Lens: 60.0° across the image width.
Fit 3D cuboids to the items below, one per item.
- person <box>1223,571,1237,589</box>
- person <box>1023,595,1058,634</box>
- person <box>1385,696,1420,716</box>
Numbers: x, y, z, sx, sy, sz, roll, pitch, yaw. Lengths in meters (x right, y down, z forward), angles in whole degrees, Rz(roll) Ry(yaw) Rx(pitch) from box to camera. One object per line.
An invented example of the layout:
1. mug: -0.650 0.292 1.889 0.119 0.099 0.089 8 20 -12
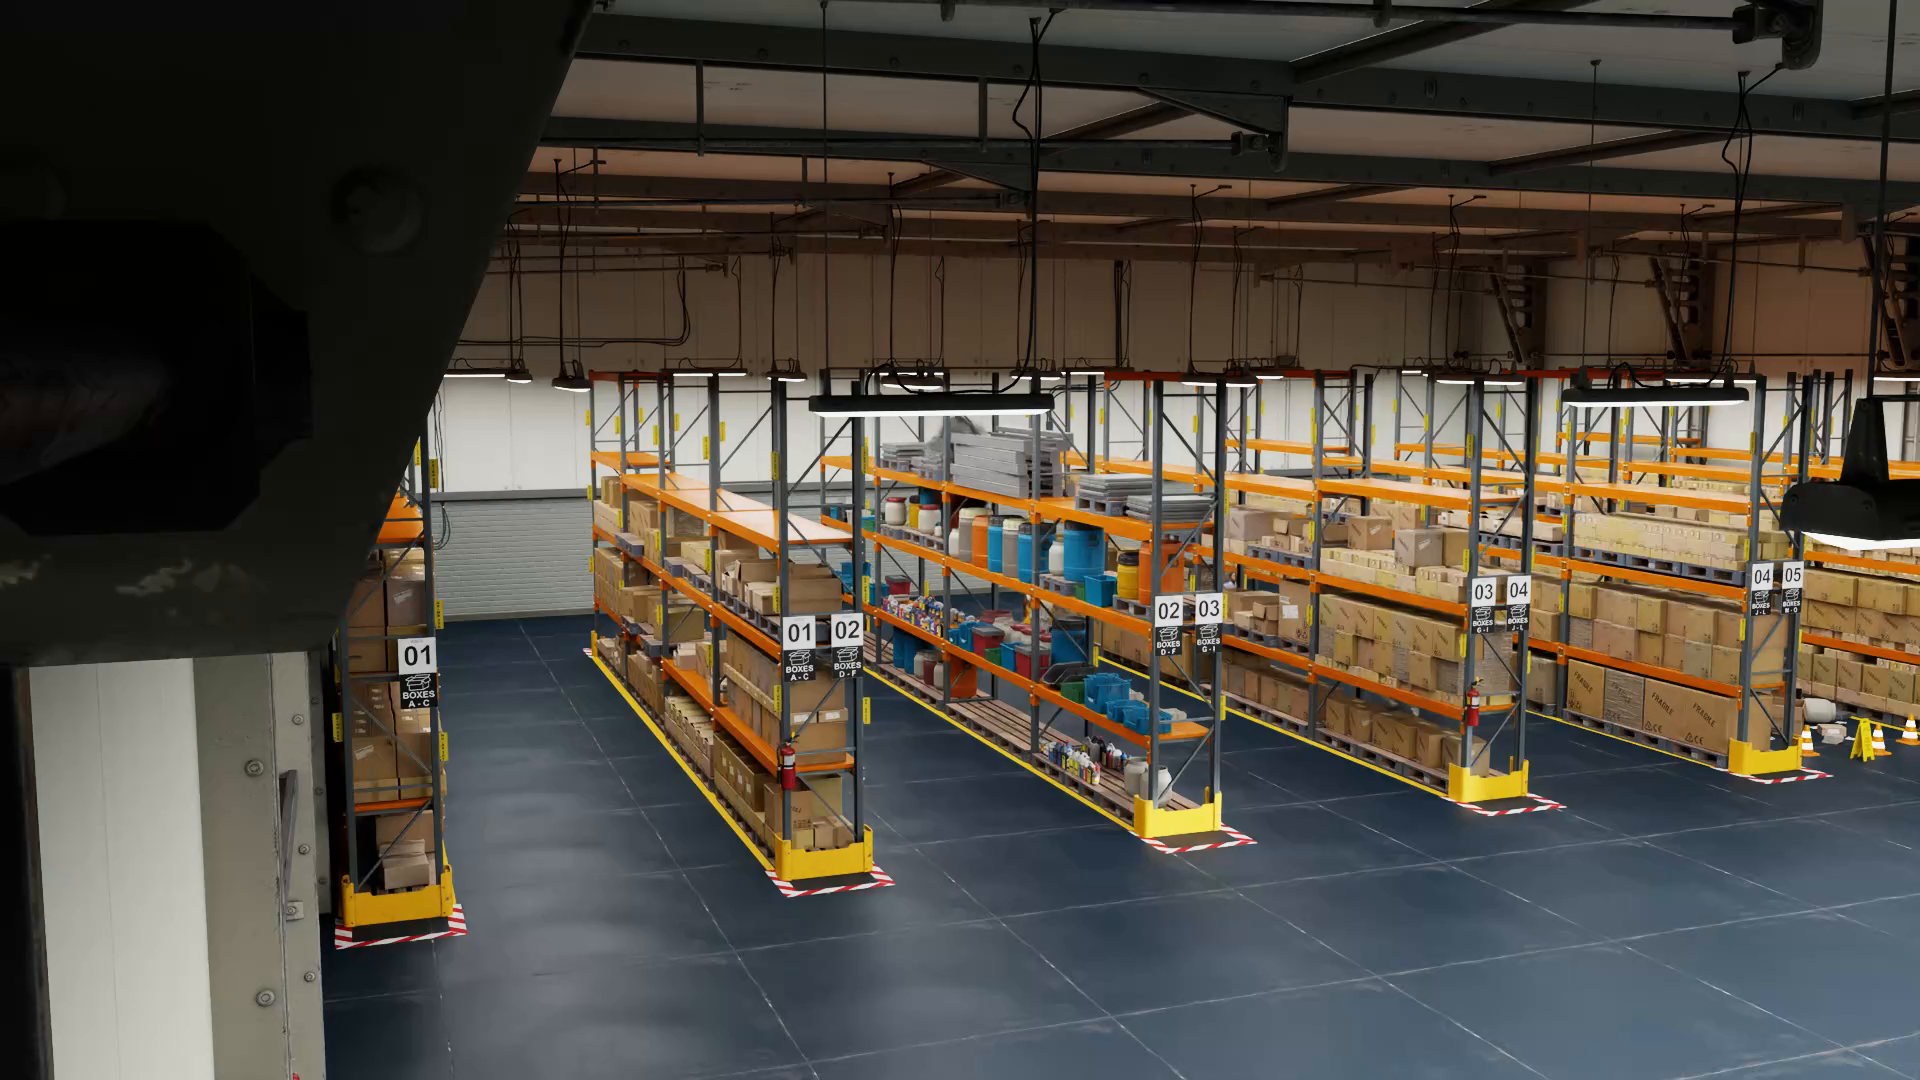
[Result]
1. person: 5.868 1.617 35.950 0.592 1.487 0.840 -3 7 -22
2. person: 1.738 1.643 34.587 0.678 1.684 0.714 -5 8 -37
3. person: 7.926 2.229 29.424 0.712 1.619 1.157 -2 7 -16
